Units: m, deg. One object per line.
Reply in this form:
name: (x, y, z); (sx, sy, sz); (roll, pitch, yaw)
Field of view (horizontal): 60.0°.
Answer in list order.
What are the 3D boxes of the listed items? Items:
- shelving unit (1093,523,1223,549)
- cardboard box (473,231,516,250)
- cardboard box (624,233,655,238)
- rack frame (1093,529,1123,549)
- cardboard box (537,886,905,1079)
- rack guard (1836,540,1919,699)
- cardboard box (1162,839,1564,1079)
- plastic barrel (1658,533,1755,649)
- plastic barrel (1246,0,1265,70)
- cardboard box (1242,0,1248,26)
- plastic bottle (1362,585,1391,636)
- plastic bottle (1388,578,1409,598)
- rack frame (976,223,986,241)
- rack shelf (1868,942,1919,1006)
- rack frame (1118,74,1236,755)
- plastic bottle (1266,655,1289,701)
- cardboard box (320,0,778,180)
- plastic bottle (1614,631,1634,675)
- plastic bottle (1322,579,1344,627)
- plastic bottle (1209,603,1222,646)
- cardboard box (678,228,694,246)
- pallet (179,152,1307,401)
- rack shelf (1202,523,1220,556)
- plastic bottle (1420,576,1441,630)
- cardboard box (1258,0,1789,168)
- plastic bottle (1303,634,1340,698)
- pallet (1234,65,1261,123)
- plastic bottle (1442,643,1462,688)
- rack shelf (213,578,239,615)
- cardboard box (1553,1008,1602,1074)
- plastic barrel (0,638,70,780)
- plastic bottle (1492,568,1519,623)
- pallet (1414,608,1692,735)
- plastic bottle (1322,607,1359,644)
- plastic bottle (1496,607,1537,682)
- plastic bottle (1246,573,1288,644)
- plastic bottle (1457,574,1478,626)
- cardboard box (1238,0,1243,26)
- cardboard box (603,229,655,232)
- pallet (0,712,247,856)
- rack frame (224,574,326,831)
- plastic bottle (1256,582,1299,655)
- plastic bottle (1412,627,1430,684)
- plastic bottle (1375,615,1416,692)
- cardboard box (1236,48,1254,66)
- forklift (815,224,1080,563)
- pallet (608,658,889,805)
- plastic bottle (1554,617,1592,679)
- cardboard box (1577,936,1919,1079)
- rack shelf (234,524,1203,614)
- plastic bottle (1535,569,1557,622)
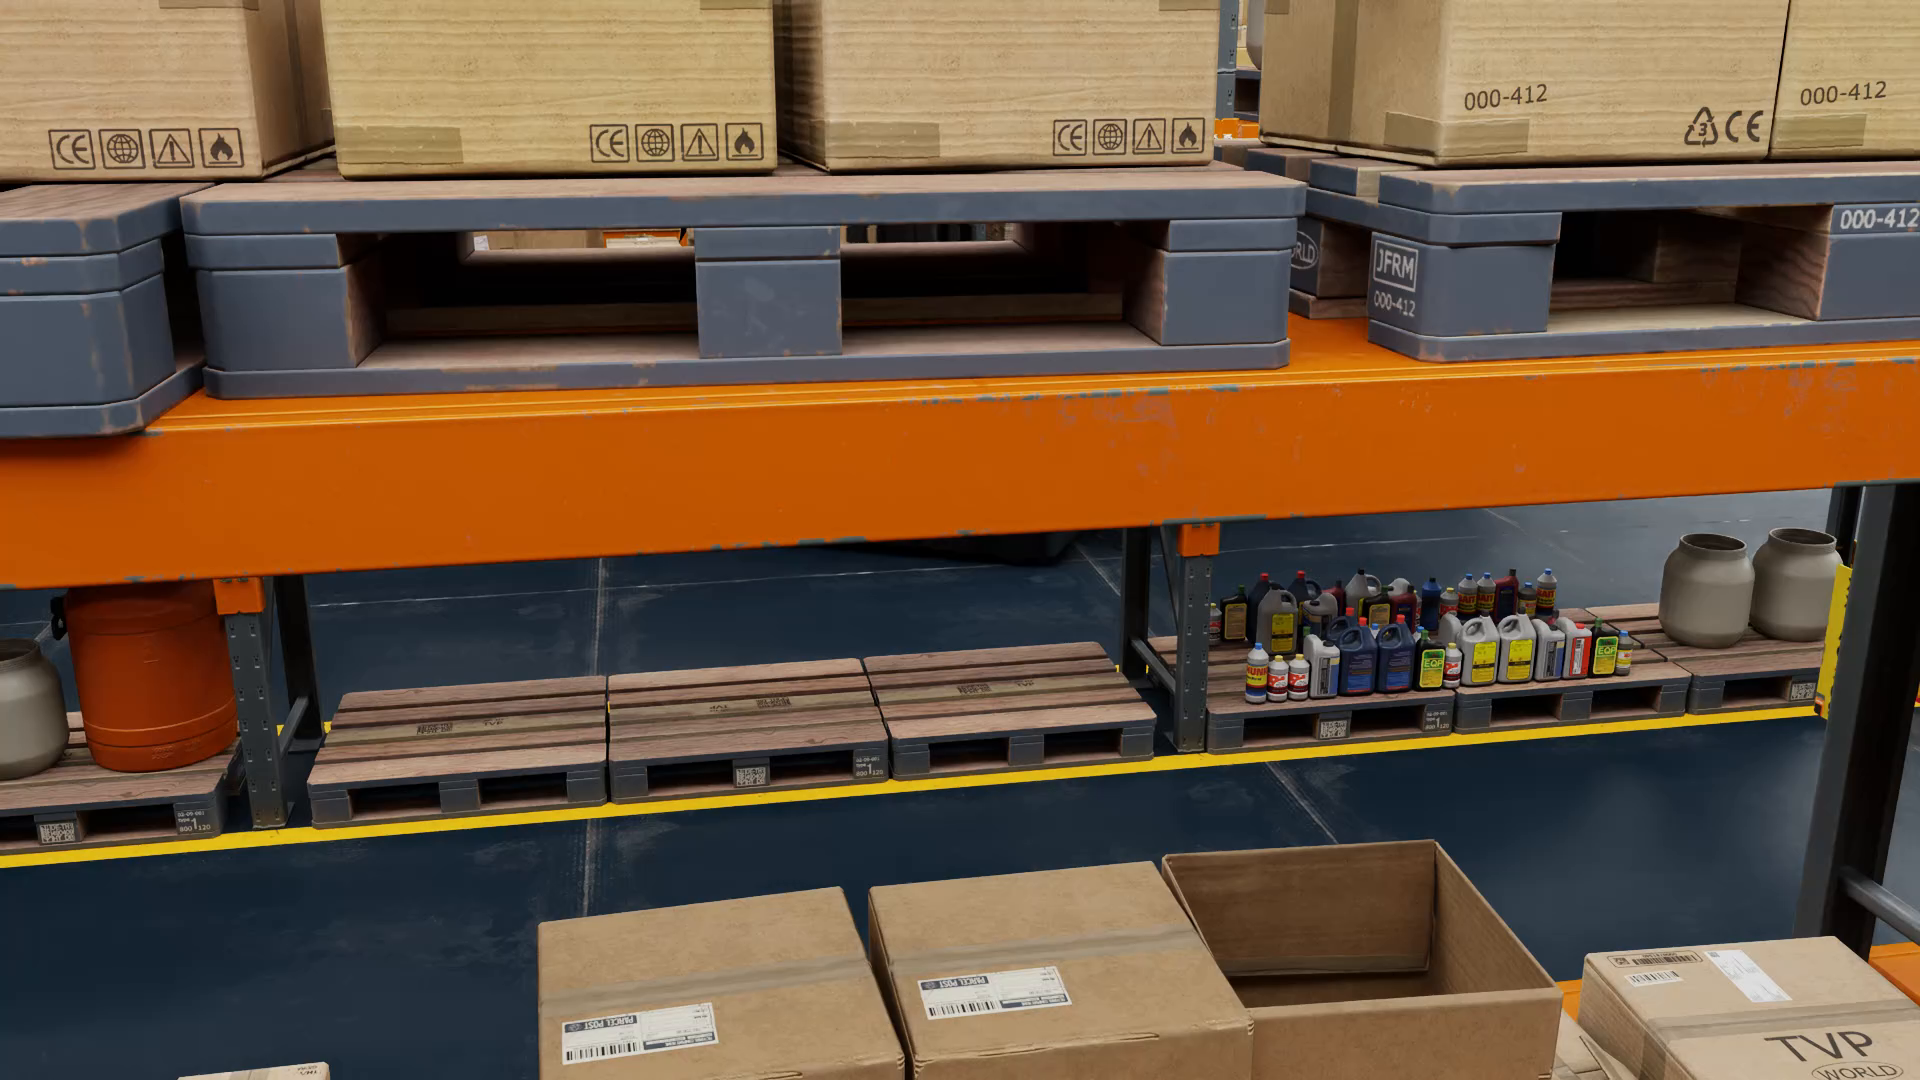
shelving unit: (1.297, -0.748, 10.693); (0.755, 1.500, 0.431); (-9, 19, -27)
cardboard box: (-3.377, -2.094, 11.634); (0.500, 0.500, 0.500); (-5, 18, -17)
cardboard box: (-2.314, -2.111, 12.088); (0.258, 0.266, 0.396); (-4, 17, -12)
rack frame: (0.974, -0.697, 10.528); (0.023, 1.500, 0.400); (-9, 19, -27)
cardboard box: (-0.380, 0.907, 2.581); (0.500, 0.500, 0.500); (-4, 18, -13)
rack guard: (4.829, 0.392, 8.686); (0.348, 0.500, 1.175); (-3, 17, -10)
cardboard box: (0.629, 0.849, 2.767); (0.500, 0.500, 0.500); (-2, 17, -6)
plastic barrel: (3.771, 0.254, 8.398); (0.421, 0.512, 0.421); (0, 17, 0)
plastic barrel: (1.427, -2.254, 7.026); (0.421, 0.512, 0.421); (0, 17, 0)
cardboard box: (2.446, -4.107, 12.437); (0.500, 0.500, 0.500); (-3, 17, -11)
plastic bottle: (2.095, 0.370, 8.375); (0.133, 0.283, 0.061); (-3, 17, -10)
plastic bottle: (2.211, 0.338, 8.493); (0.135, 0.276, 0.152); (-3, 17, -9)
rack frame: (0.028, -2.026, 12.300); (0.127, 3.000, 1.000); (-3, 17, -10)
rack shelf: (3.867, 1.062, 3.470); (4.000, 0.370, 1.077); (-3, 17, -10)
rack frame: (0.967, -0.598, 7.651); (0.127, 3.000, 1.000); (-3, 17, -10)
plastic bottle: (1.463, 0.632, 7.662); (0.097, 0.201, 0.097); (0, 17, 0)
cardboard box: (-0.514, -0.615, 2.136); (0.500, 0.250, 0.500); (-4, 17, -12)
plastic bottle: (3.175, 0.535, 7.978); (0.097, 0.201, 0.097); (0, 17, 0)
plastic bottle: (1.886, 0.339, 8.476); (0.133, 0.283, 0.061); (-2, 17, -7)
plastic bottle: (1.264, 0.419, 8.356); (0.097, 0.201, 0.097); (0, 17, 0)
cardboard box: (-1.657, -2.153, 11.822); (0.637, 0.503, 0.797); (-1, 17, -5)
pallet: (-0.277, -0.418, 2.276); (1.213, 0.211, 1.003); (-2, 17, -8)
rack shelf: (2.931, -0.366, 8.119); (4.000, 0.370, 1.077); (-3, 17, -10)
plastic bottle: (2.422, 0.320, 8.559); (0.097, 0.271, 0.097); (0, 17, 0)
cardboard box: (0.758, -0.670, 2.316); (0.500, 0.250, 0.500); (-5, 18, -16)
plastic bottle: (1.676, 0.576, 7.717); (0.135, 0.276, 0.152); (-3, 17, -8)
pallet: (1.657, -2.010, 7.461); (1.003, 0.211, 1.213); (-3, 17, -10)
plastic bottle: (2.306, 0.584, 7.818); (0.097, 0.201, 0.097); (0, 17, 0)
rack shelf: (-4.924, 0.080, 6.669); (4.000, 0.370, 1.077); (-3, 17, -10)
cardboard box: (0.995, 0.940, 3.069); (0.250, 0.149, 0.380); (-3, 17, -10)
plastic barrel: (-3.975, 0.702, 6.938); (0.421, 0.512, 0.421); (0, 17, 0)
plastic bottle: (2.830, 0.285, 8.651); (0.133, 0.283, 0.061); (-3, 17, -10)
pallet: (2.835, 0.640, 8.368); (1.213, 0.211, 1.003); (-3, 17, -10)
plastic bottle: (1.811, 0.491, 7.868); (0.185, 0.351, 0.144); (-3, 17, -10)
plastic bottle: (2.624, 0.488, 7.877); (0.185, 0.351, 0.144); (-3, 17, -8)
plastic bottle: (1.545, 0.339, 8.363); (0.185, 0.351, 0.144); (-4, 17, -12)
plastic bottle: (2.621, 0.309, 8.596); (0.097, 0.271, 0.097); (0, 17, 0)
cardboard box: (2.686, -5.330, 16.809); (0.500, 0.250, 0.500); (-3, 17, -10)
cardboard box: (-3.255, -3.291, 16.247); (0.500, 0.500, 0.500); (-3, 17, -10)
pallet: (-3.726, 1.013, 7.153); (1.213, 0.211, 1.003); (-3, 17, -10)
rack frame: (-2.960, -0.376, 6.926); (0.127, 3.000, 1.000); (-3, 17, -10)
plastic bottle: (1.572, 0.380, 8.227); (0.185, 0.351, 0.144); (-3, 17, -10)
plastic bottle: (2.161, 0.541, 7.840); (0.097, 0.271, 0.097); (0, 17, 0)
plastic bottle: (2.024, 0.522, 7.767); (0.185, 0.351, 0.144); (-4, 18, -13)
cardboard box: (2.043, -3.427, 12.007); (0.500, 0.250, 0.500); (-4, 17, -11)
forklift: (-0.696, -1.500, 10.705); (3.031, 2.935, 1.130); (6, 18, 18)
pallet: (-0.997, 0.858, 7.657); (1.213, 0.211, 1.003); (-3, 17, -10)
plastic bottle: (2.922, 0.505, 7.947); (0.135, 0.276, 0.152); (-3, 17, -10)
cardboard box: (1.428, 0.941, 2.893); (0.500, 0.250, 0.500); (-2, 17, -7)
rack shelf: (-0.996, -0.143, 7.394); (4.000, 0.370, 1.077); (-3, 17, -10)
plastic bottle: (3.055, 0.284, 8.676); (0.097, 0.271, 0.097); (0, 17, 0)
